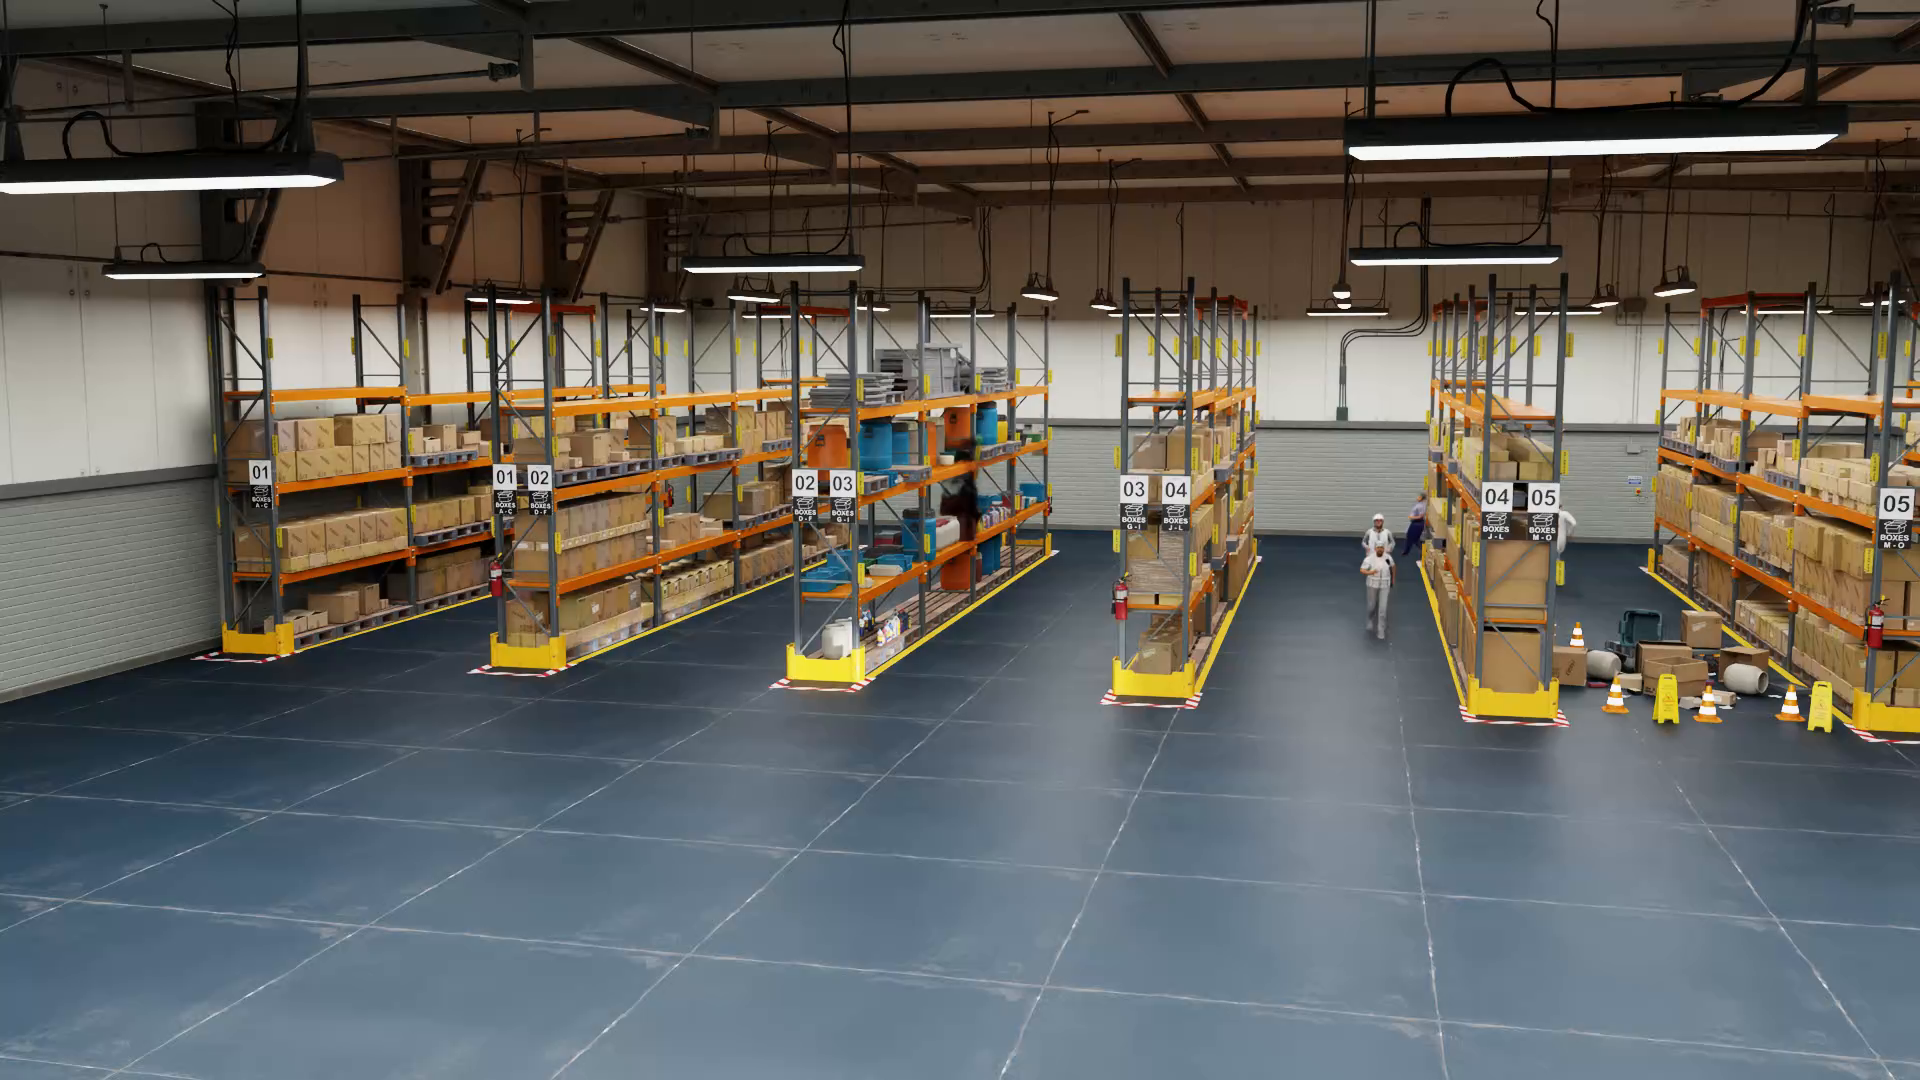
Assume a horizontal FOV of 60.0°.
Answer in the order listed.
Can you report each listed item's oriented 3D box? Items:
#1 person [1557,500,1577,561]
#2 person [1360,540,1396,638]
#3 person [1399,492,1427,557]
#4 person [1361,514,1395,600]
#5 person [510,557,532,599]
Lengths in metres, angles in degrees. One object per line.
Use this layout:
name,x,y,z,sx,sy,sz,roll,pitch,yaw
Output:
person,12.739,0.017,35.544,0.702,1.755,1.060,0,7,3
person,7.297,0.826,29.034,0.637,1.656,0.907,1,7,7
person,10.873,-0.340,39.737,0.746,1.600,0.748,2,7,18
person,8.322,0.344,33.121,0.656,1.722,0.603,2,7,14
person,-7.766,0.804,29.616,0.556,1.622,0.542,1,7,10
